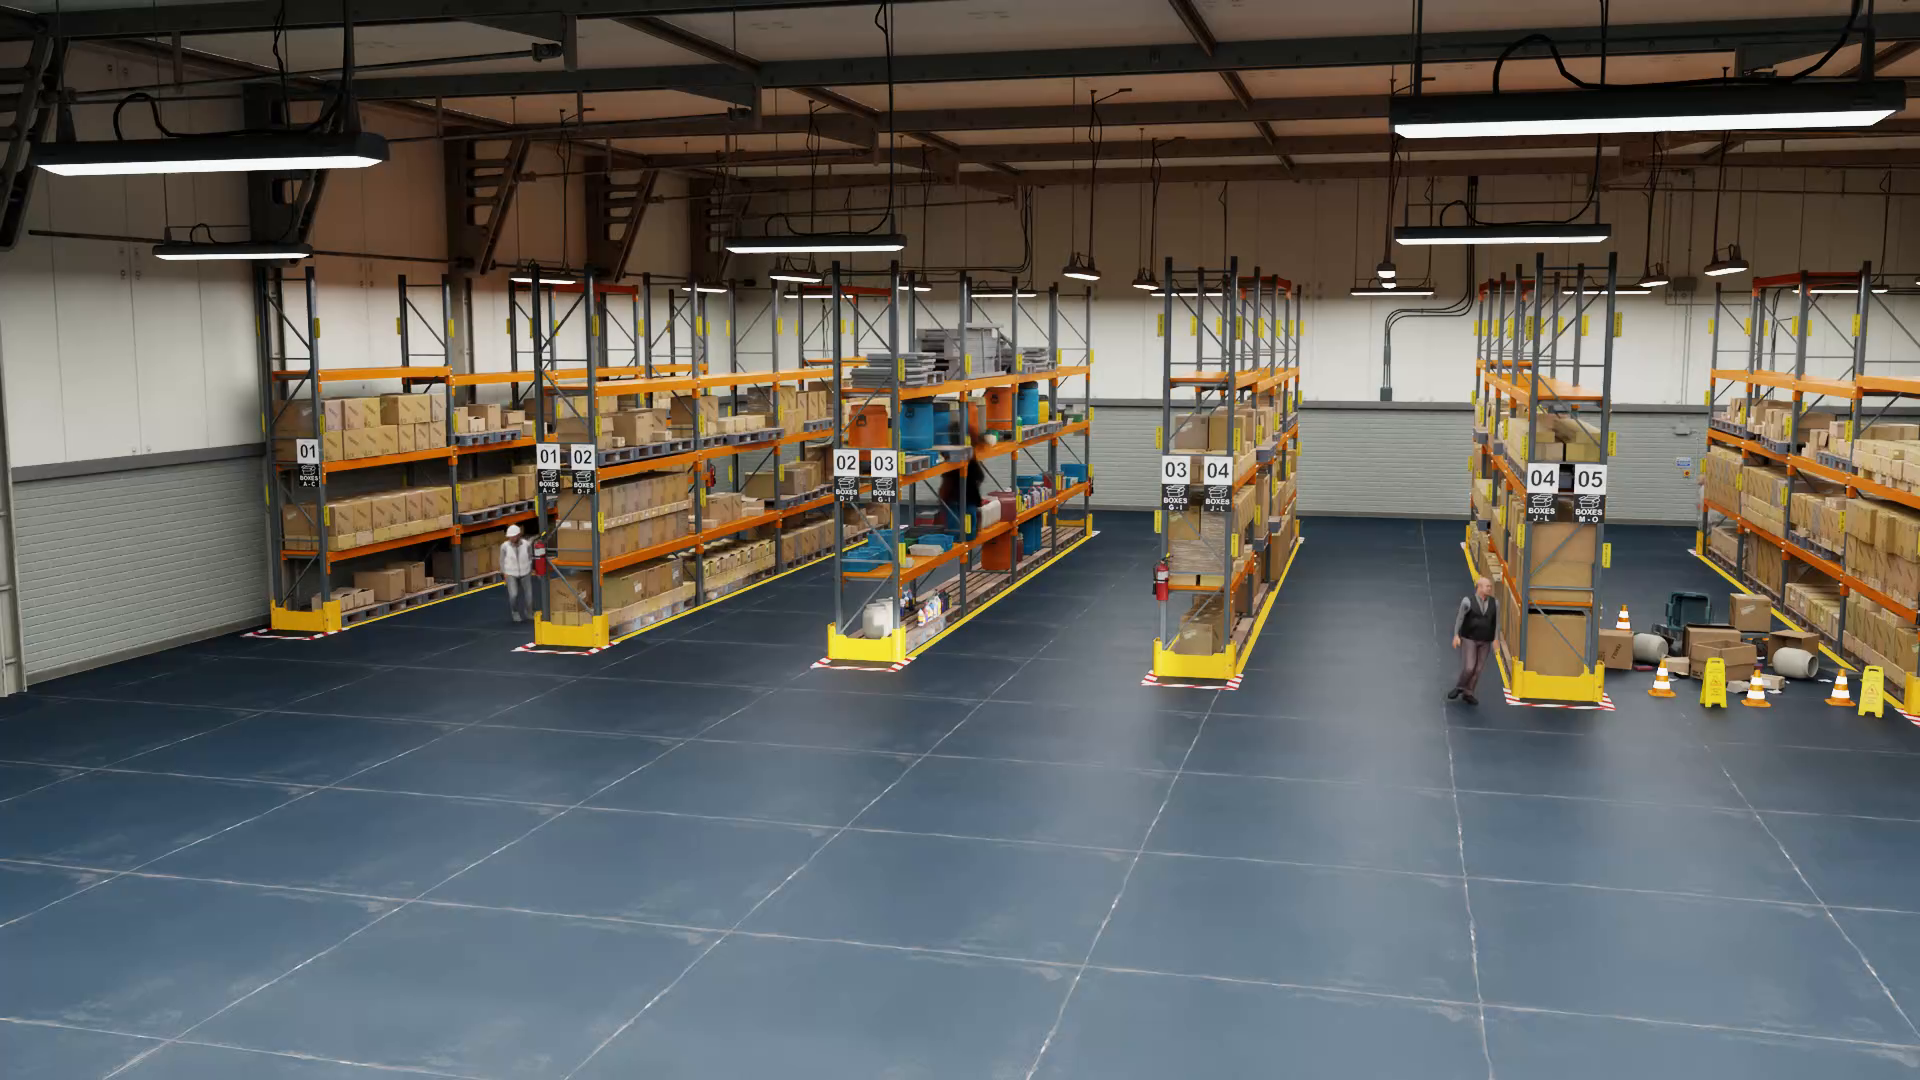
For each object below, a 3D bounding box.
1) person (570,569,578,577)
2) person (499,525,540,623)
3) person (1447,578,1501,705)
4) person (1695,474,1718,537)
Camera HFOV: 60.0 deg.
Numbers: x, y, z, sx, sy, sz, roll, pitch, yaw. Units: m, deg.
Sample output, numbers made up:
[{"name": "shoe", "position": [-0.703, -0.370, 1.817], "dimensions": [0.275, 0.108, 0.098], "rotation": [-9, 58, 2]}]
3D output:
[{"name": "person", "position": [-7.241, 0.221, 31.608], "dimensions": [0.624, 1.562, 0.768], "rotation": [-2, 8, -15]}, {"name": "person", "position": [-7.538, 0.565, 28.428], "dimensions": [0.651, 1.705, 0.636], "rotation": [-4, 8, -29]}, {"name": "person", "position": [6.855, 1.348, 22.145], "dimensions": [0.657, 1.724, 0.482], "rotation": [-1, 7, -7]}, {"name": "person", "position": [17.149, -0.641, 37.906], "dimensions": [0.747, 1.714, 0.705], "rotation": [2, 8, 16]}]
